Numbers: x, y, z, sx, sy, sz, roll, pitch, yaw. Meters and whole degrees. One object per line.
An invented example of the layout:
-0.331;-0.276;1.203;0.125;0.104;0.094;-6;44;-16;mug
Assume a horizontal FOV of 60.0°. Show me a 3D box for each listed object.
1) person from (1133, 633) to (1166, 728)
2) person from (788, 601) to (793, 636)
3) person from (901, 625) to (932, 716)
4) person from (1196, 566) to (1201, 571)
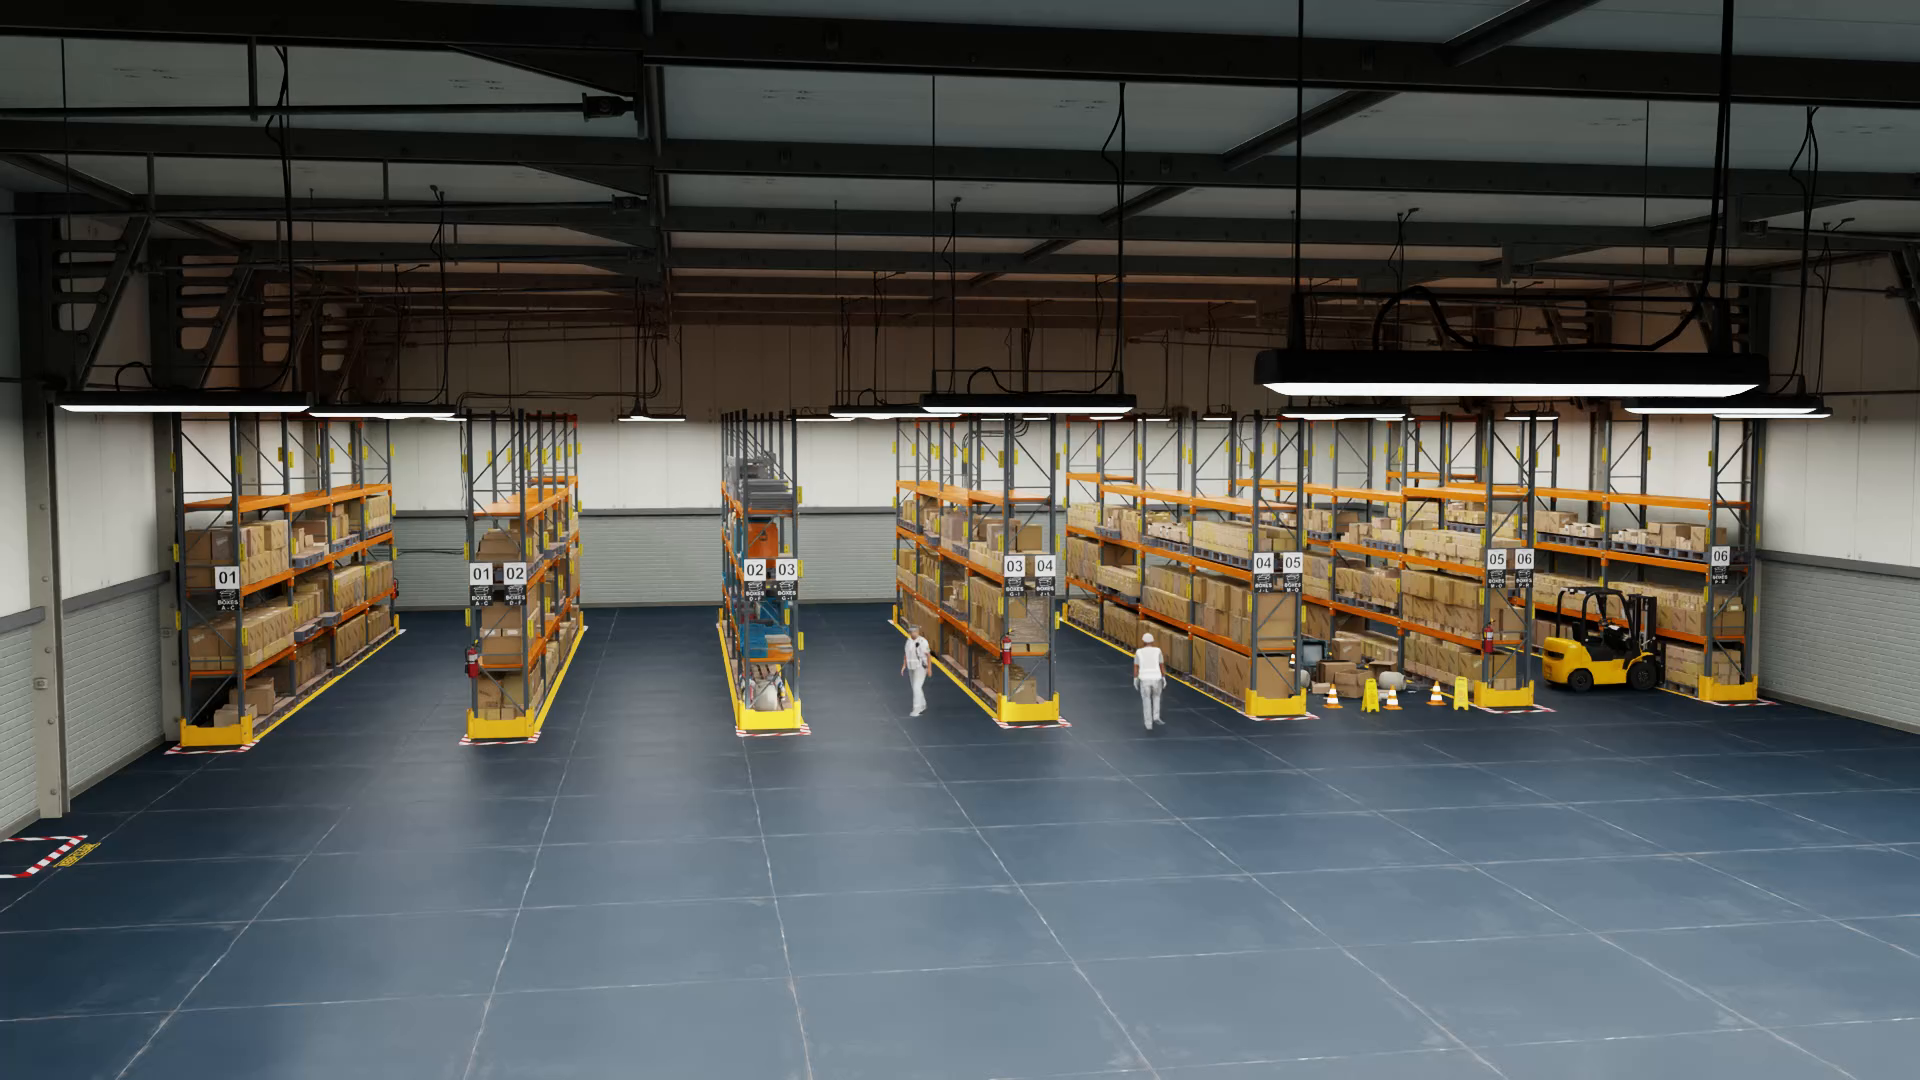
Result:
3.570;2.633;31.347;0.598;1.766;0.495;0;4;2;person
-4.651;1.753;44.875;0.518;1.610;1.073;-2;4;-25;person
-0.894;2.554;32.930;0.730;1.748;0.652;-4;6;-44;person
6.706;1.559;47.092;0.398;1.785;0.569;2;5;31;person
